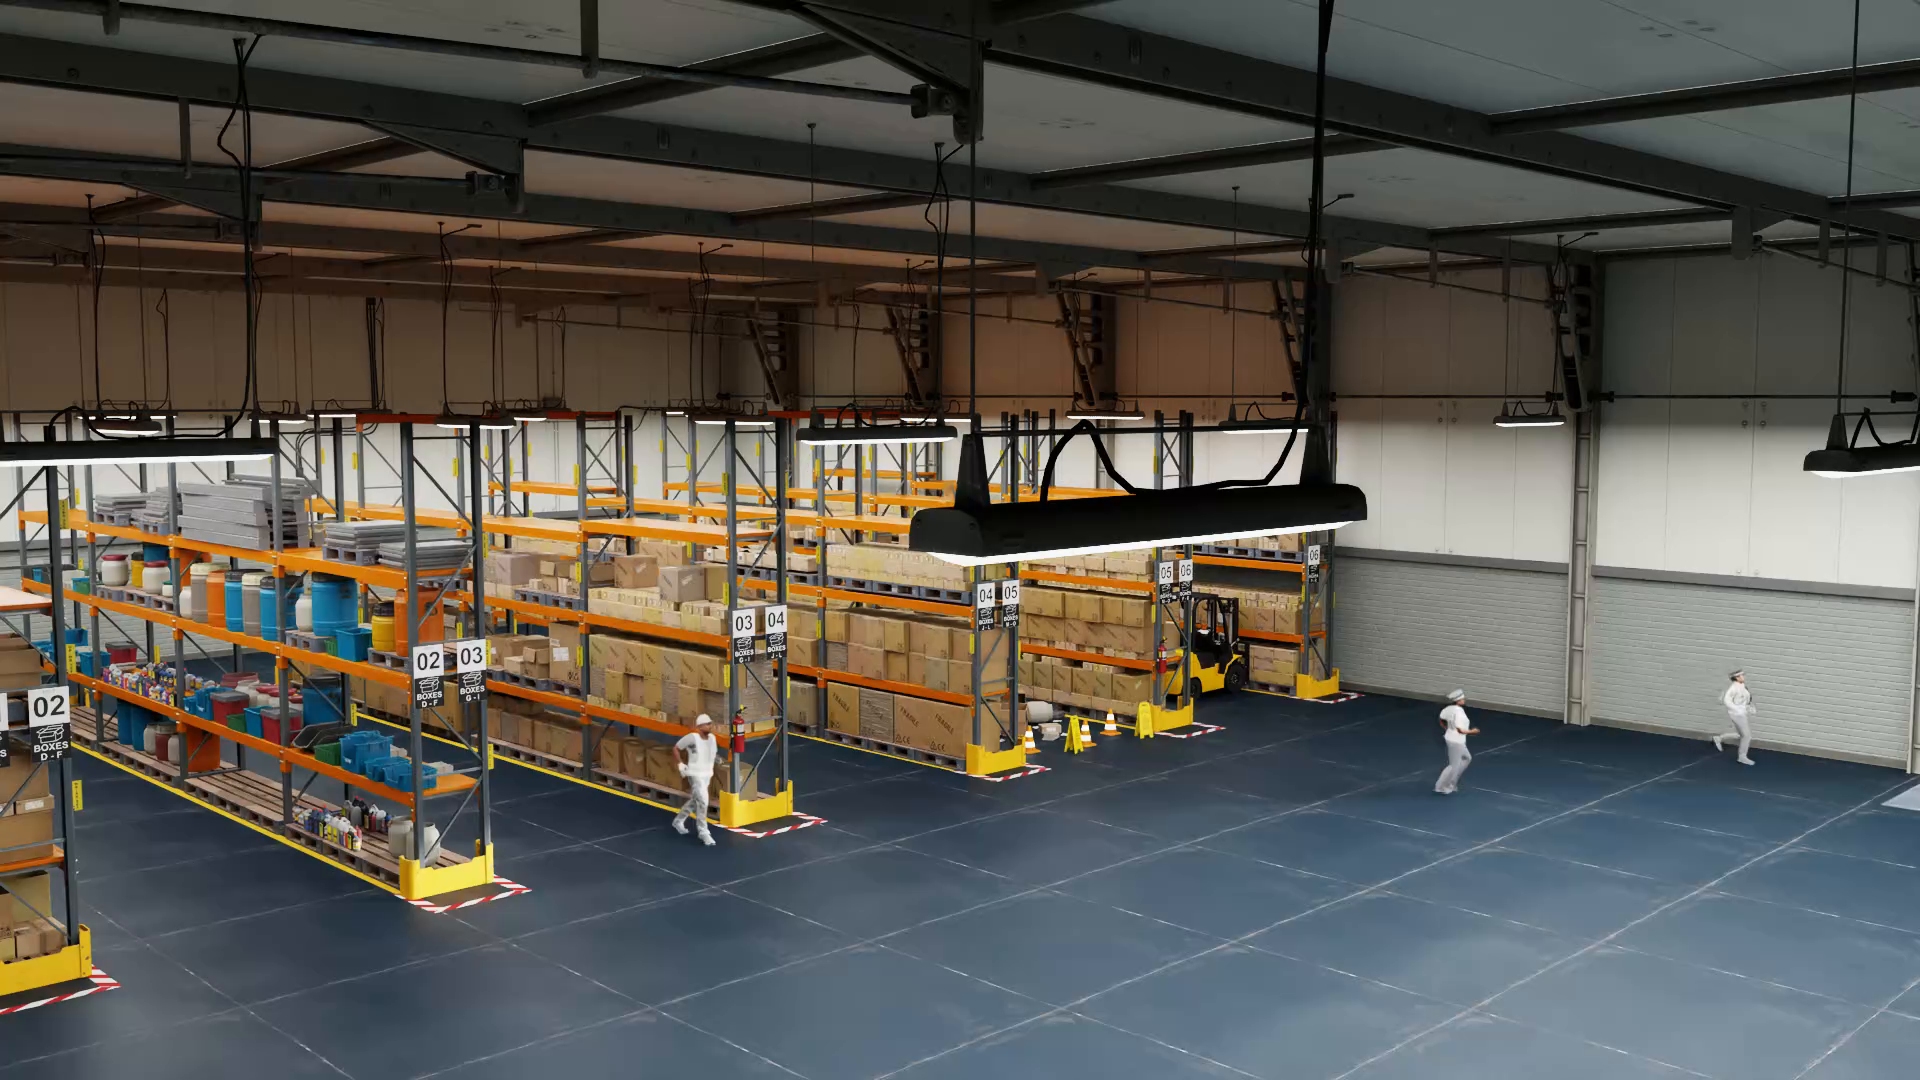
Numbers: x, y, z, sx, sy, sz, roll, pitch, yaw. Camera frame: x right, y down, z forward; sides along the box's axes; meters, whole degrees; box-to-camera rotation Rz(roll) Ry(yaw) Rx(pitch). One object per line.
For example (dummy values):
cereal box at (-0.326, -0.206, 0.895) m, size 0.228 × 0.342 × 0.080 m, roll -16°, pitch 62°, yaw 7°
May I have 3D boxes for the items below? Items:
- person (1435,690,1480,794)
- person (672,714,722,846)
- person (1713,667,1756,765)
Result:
person at (7.880, 3.209, 26.361) m, size 0.681 × 1.703 × 0.548 m, roll 0°, pitch 5°, yaw 1°
person at (-3.721, 3.384, 23.785) m, size 0.912 × 1.786 × 0.701 m, roll 3°, pitch 6°, yaw 31°
person at (13.386, 3.021, 28.728) m, size 0.708 × 1.677 × 0.618 m, roll 4°, pitch 6°, yaw 36°
